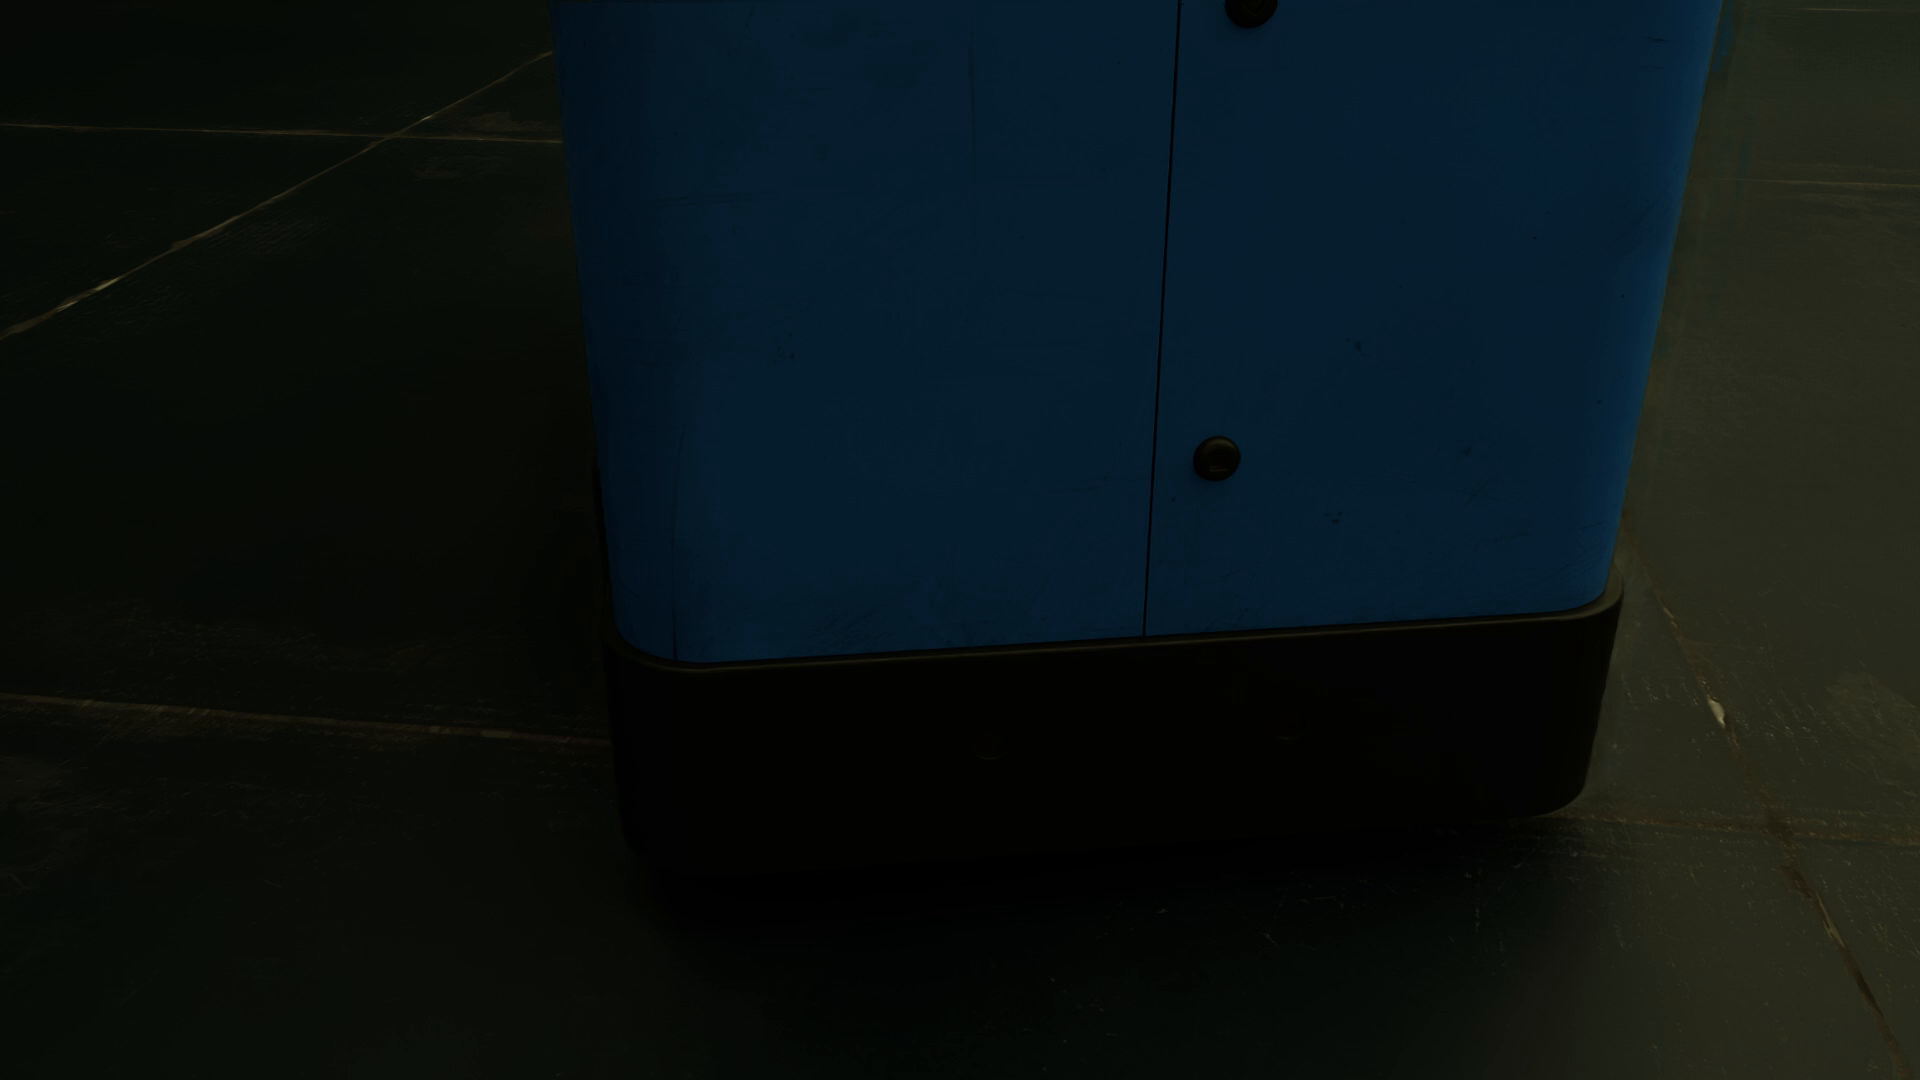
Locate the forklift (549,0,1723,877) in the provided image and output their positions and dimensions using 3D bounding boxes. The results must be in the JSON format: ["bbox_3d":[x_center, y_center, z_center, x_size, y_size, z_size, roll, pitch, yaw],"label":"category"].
[{"bbox_3d":[0.000,-1.603,2.431,1.130,2.935,3.031,-3,27,-6],"label":"forklift"}]
